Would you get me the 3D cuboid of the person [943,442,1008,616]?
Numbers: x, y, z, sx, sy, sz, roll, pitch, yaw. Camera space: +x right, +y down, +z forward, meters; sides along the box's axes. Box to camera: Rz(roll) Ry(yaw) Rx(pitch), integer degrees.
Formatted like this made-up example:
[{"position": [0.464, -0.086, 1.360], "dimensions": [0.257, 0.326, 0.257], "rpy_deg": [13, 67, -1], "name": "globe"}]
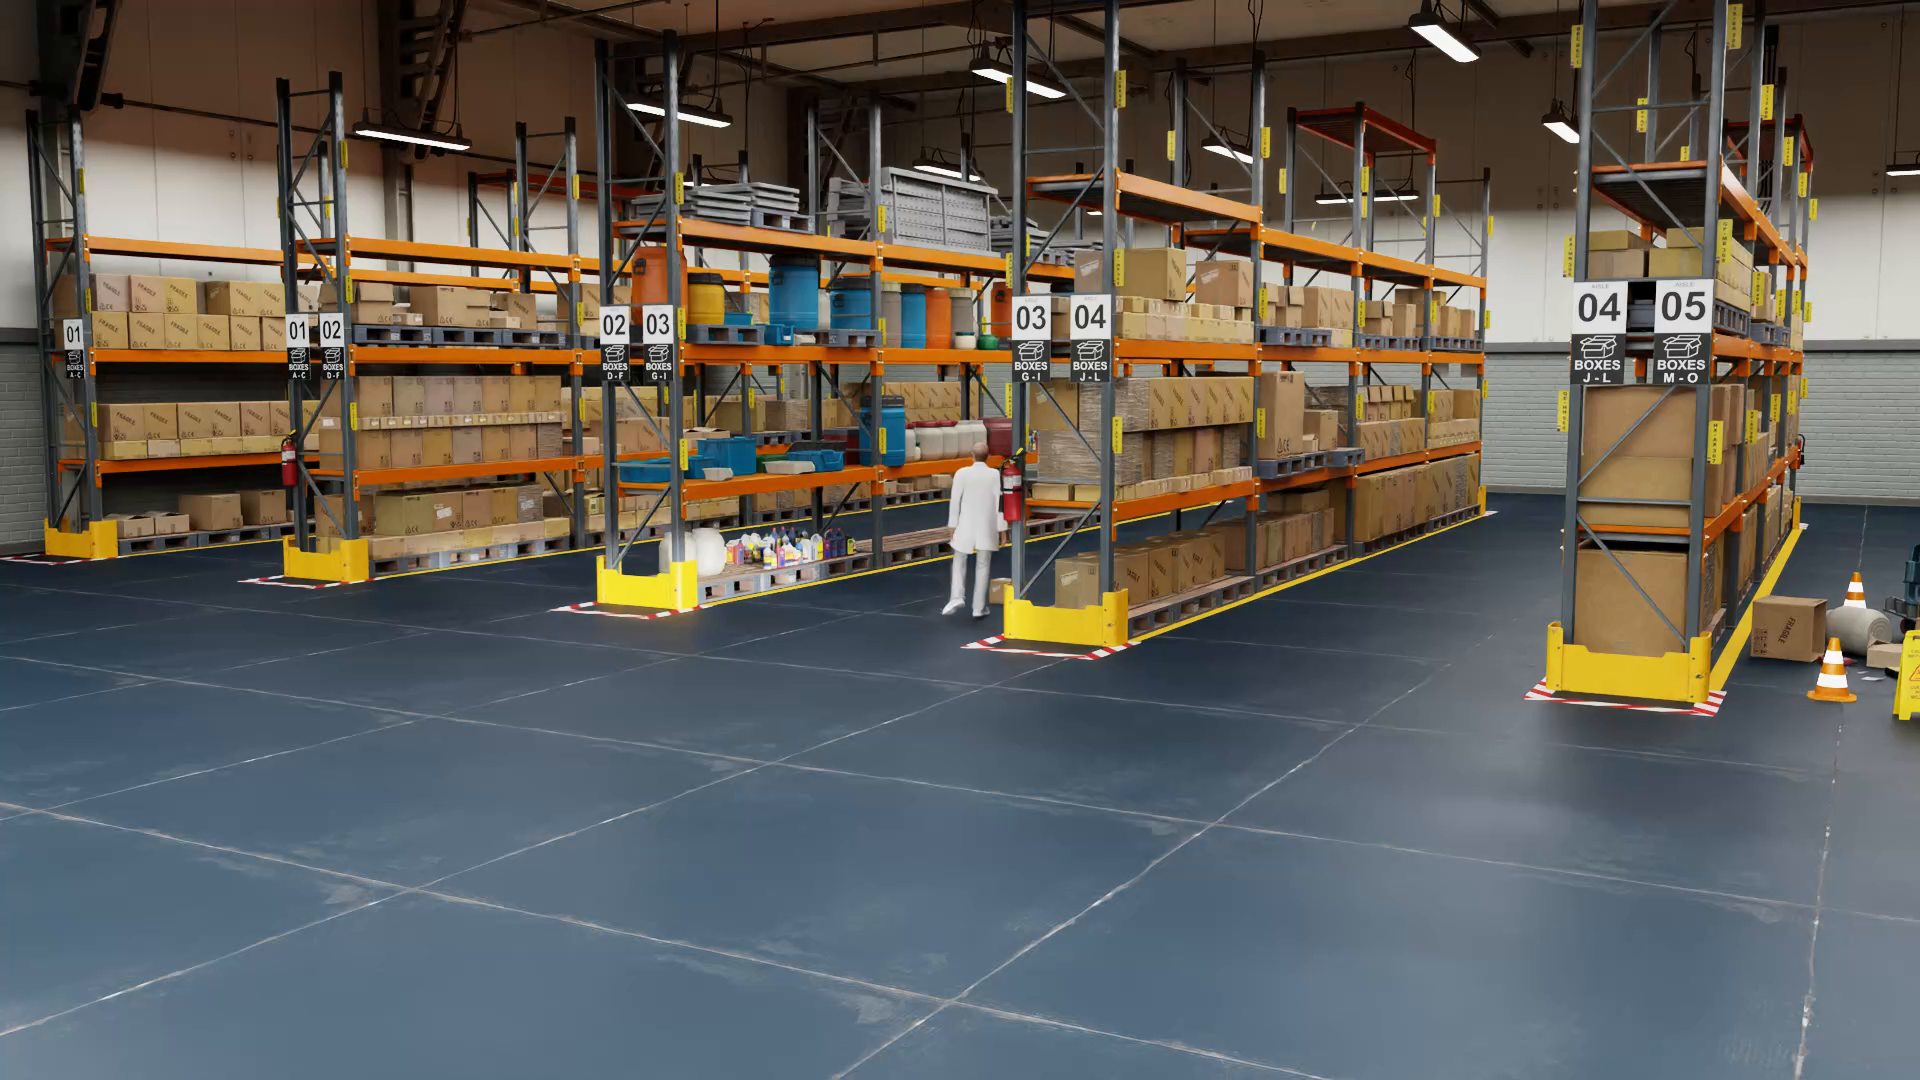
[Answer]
[{"position": [0.160, -0.112, 17.024], "dimensions": [0.680, 1.781, 0.467], "rpy_deg": [0, 6, 5], "name": "person"}]
